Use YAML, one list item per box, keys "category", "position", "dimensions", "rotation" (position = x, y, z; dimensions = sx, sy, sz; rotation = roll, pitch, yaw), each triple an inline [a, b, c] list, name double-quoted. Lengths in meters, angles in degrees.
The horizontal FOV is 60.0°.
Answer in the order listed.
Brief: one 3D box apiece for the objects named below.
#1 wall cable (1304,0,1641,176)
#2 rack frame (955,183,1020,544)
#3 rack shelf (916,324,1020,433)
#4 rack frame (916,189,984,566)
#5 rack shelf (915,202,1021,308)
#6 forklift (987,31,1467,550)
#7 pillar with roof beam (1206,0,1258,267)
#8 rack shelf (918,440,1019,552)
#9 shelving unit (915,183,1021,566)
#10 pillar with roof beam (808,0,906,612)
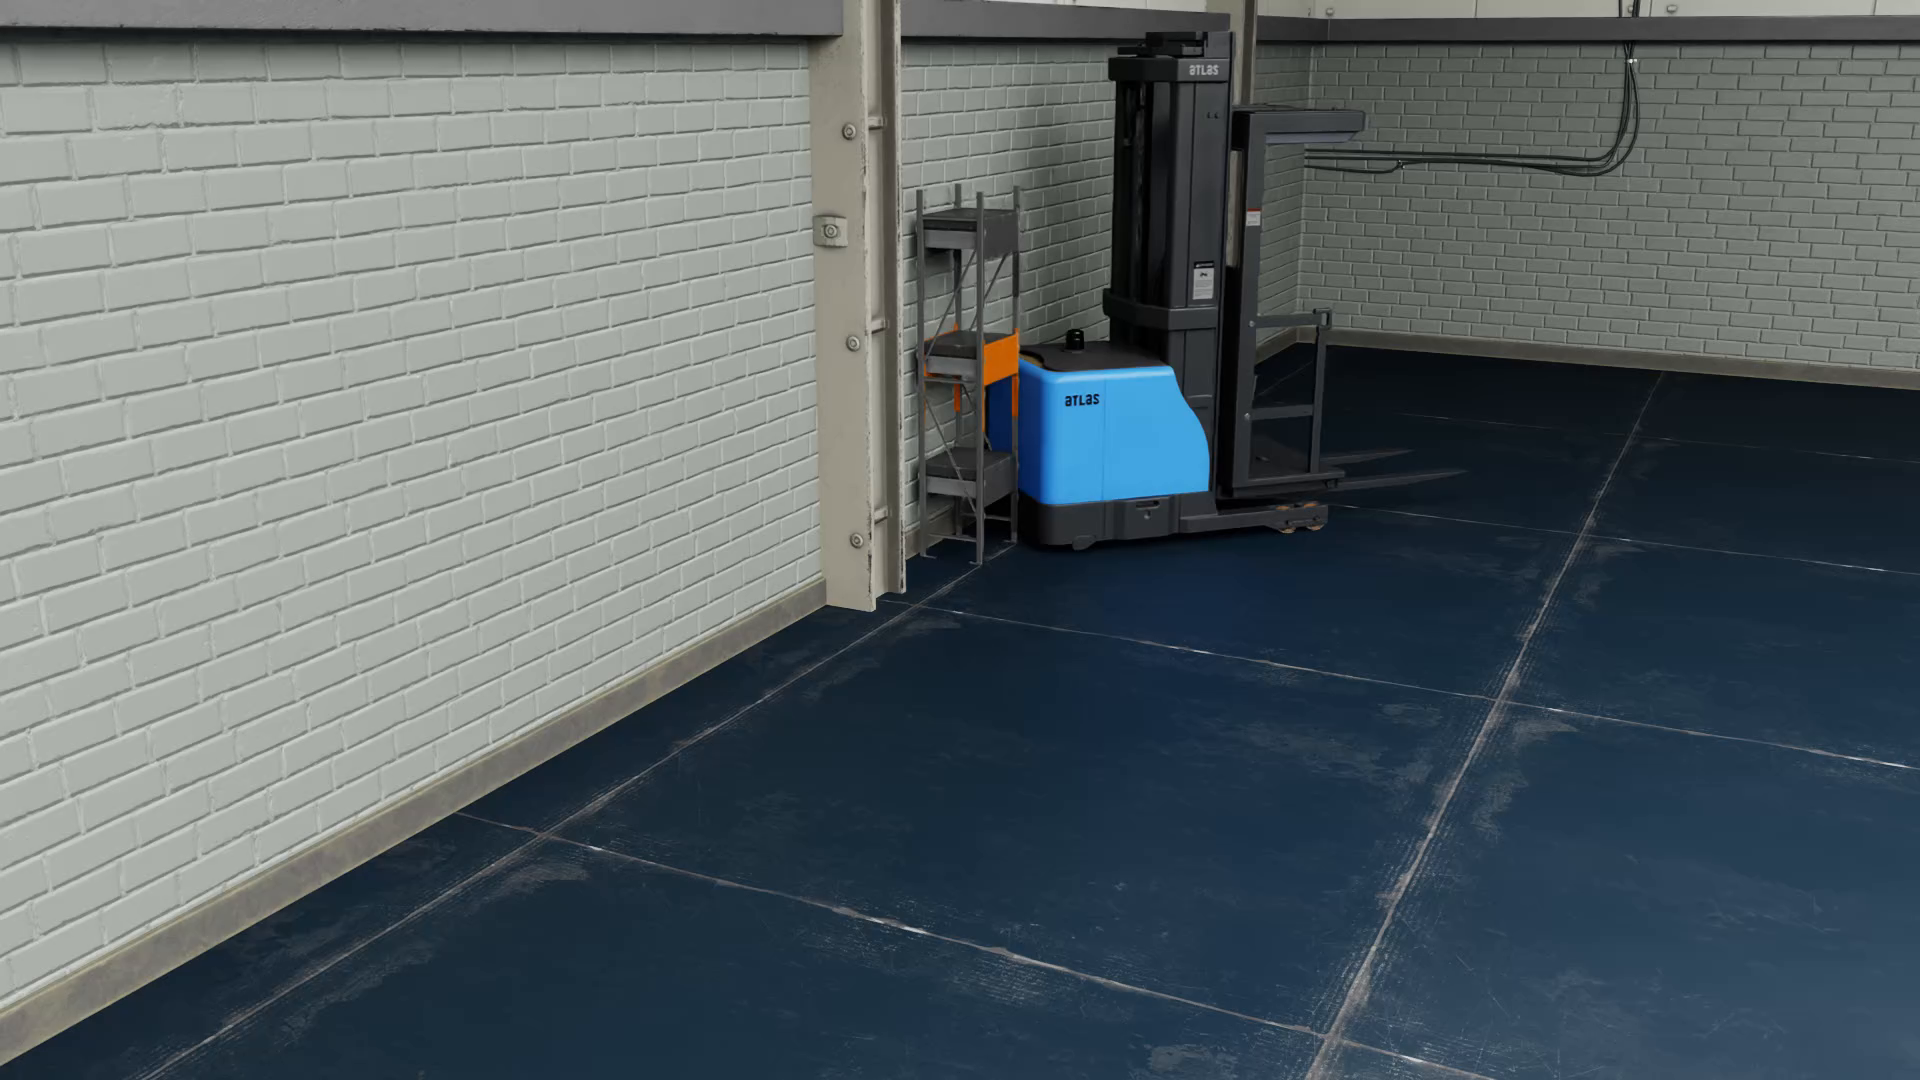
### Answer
- category: "wall cable"
  position: [4.663, -4.627, 15.253]
  dimensions: [3.097, 2.526, 0.112]
  rotation: [8, 18, 25]
- category: "rack frame"
  position: [0.157, -1.010, 9.734]
  dimensions: [0.400, 2.100, 0.015]
  rotation: [8, 18, 25]
- category: "rack shelf"
  position: [0.052, -0.935, 9.527]
  dimensions: [0.431, 0.518, 0.480]
  rotation: [8, 18, 25]
- category: "rack frame"
  position: [-0.054, -0.886, 9.312]
  dimensions: [0.400, 2.100, 0.015]
  rotation: [8, 18, 25]
- category: "rack shelf"
  position: [0.050, -1.607, 9.330]
  dimensions: [0.431, 0.518, 0.480]
  rotation: [8, 18, 25]
- category: "forklift"
  position: [1.738, -1.580, 10.197]
  dimensions: [3.031, 2.935, 1.130]
  rotation: [-6, 17, -19]
- category: "pillar with roof beam"
  position: [6.015, -4.986, 11.007]
  dimensions: [9.100, 9.000, 0.400]
  rotation: [8, 18, 25]
- category: "rack shelf"
  position: [0.053, -0.263, 9.723]
  dimensions: [0.431, 0.518, 0.480]
  rotation: [8, 18, 25]
- category: "shelving unit"
  position: [0.051, -0.948, 9.523]
  dimensions: [0.431, 2.100, 0.503]
  rotation: [8, 18, 25]
- category: "pillar with roof beam"
  position: [3.334, -3.458, 5.861]
  dimensions: [9.100, 9.000, 0.400]
  rotation: [8, 18, 25]
